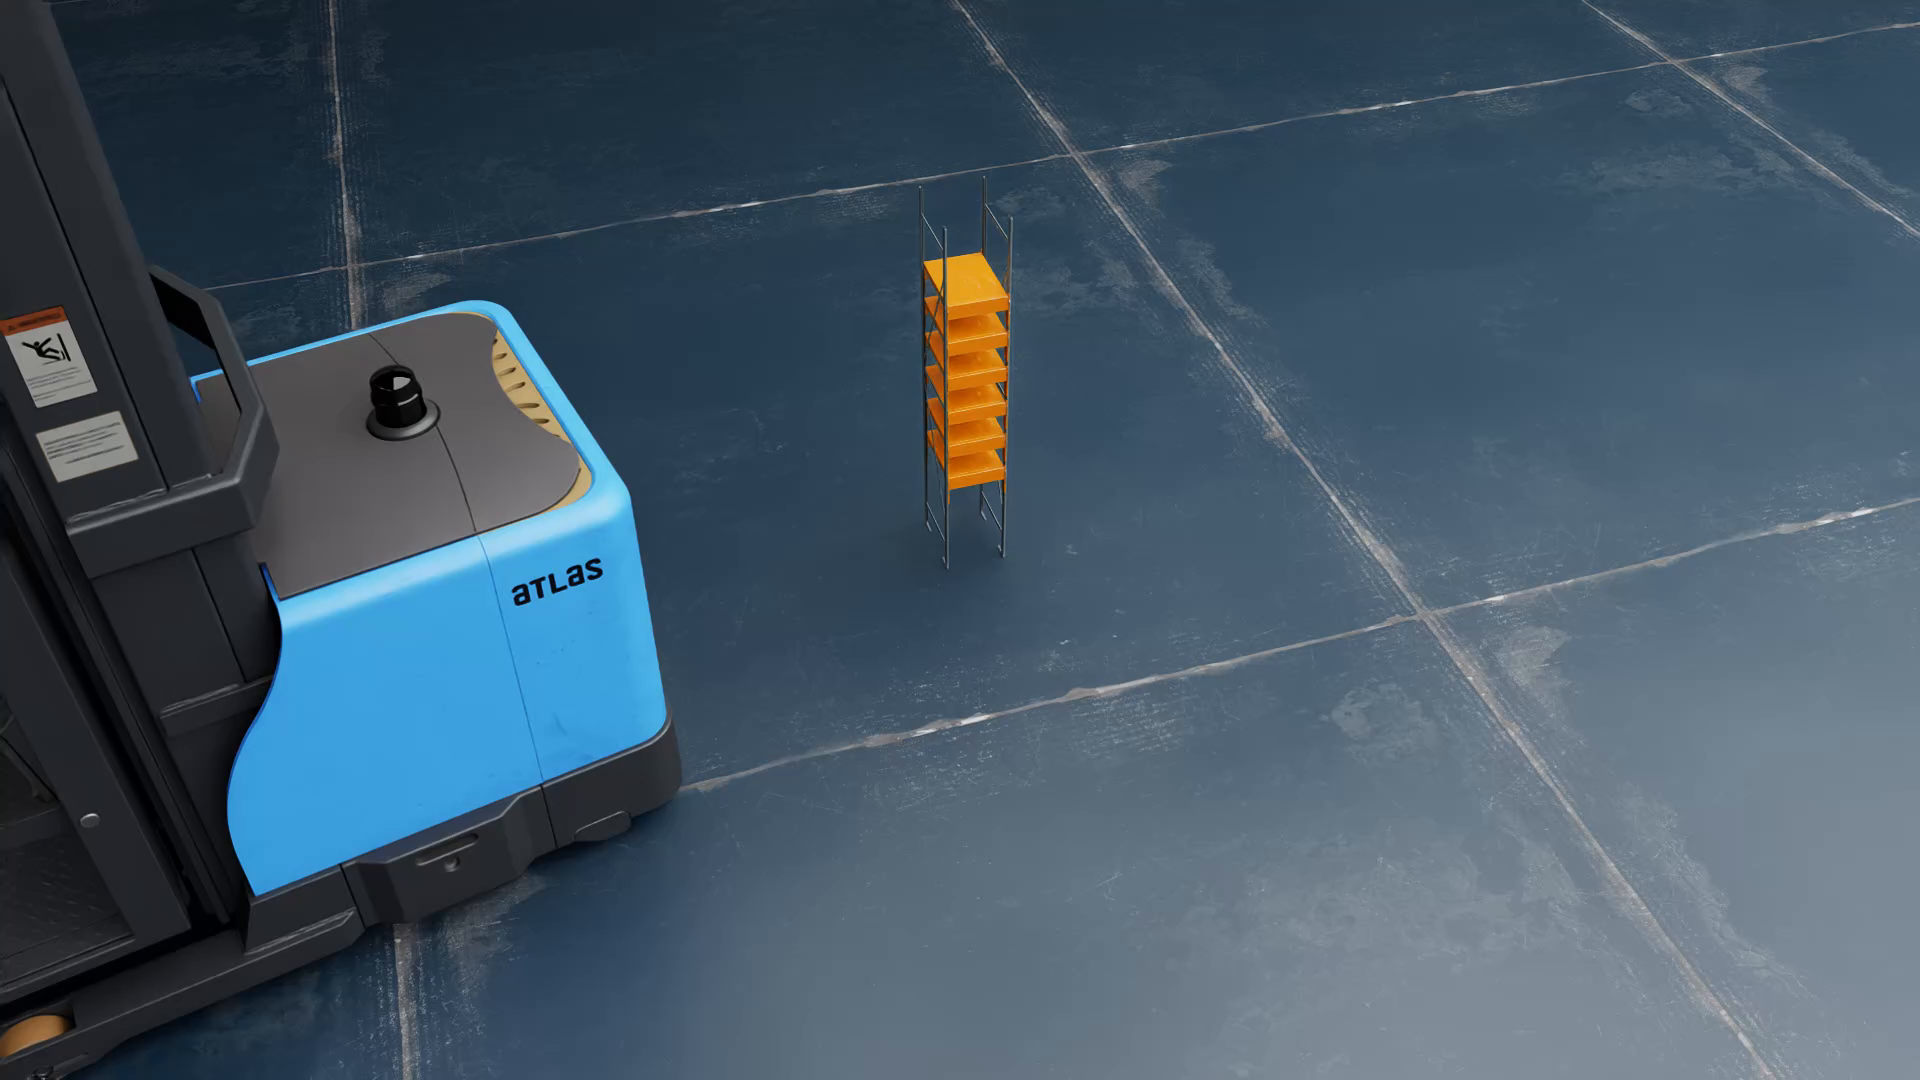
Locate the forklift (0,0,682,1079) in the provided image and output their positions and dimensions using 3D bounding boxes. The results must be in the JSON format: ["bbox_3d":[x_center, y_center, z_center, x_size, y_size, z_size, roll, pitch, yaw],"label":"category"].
[{"bbox_3d":[-2.273,-0.189,3.239,3.031,2.935,1.130,-21,45,-22],"label":"forklift"}]

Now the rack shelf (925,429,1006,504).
[{"bbox_3d":[0.014,-0.241,5.046,0.180,0.103,0.258,-12,42,-13],"label":"rack shelf"}]

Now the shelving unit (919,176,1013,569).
[{"bbox_3d":[0.014,-0.455,4.859,0.189,1.200,0.258,-12,42,-13],"label":"shelving unit"}]

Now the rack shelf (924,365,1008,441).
[{"bbox_3d":[0.014,-0.421,4.888,0.180,0.103,0.258,-12,42,-13],"label":"rack shelf"}]

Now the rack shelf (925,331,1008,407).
[{"bbox_3d":[0.014,-0.512,4.809,0.180,0.103,0.258,-12,42,-13],"label":"rack shelf"}]

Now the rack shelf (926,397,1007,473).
[{"bbox_3d":[0.014,-0.331,4.967,0.180,0.103,0.258,-12,42,-13],"label":"rack shelf"}]

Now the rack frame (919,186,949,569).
[{"bbox_3d":[-0.073,-0.437,4.838,0.006,1.200,0.240,-12,42,-13],"label":"rack frame"}]

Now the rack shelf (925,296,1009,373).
[{"bbox_3d":[0.014,-0.602,4.730,0.180,0.103,0.258,-12,42,-13],"label":"rack shelf"}]

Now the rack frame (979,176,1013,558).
[{"bbox_3d":[0.101,-0.473,4.879,0.006,1.200,0.240,-12,42,-13],"label":"rack frame"}]

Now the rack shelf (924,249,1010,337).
[{"bbox_3d":[0.014,-0.692,4.651,0.180,0.103,0.258,-12,42,-13],"label":"rack shelf"}]
